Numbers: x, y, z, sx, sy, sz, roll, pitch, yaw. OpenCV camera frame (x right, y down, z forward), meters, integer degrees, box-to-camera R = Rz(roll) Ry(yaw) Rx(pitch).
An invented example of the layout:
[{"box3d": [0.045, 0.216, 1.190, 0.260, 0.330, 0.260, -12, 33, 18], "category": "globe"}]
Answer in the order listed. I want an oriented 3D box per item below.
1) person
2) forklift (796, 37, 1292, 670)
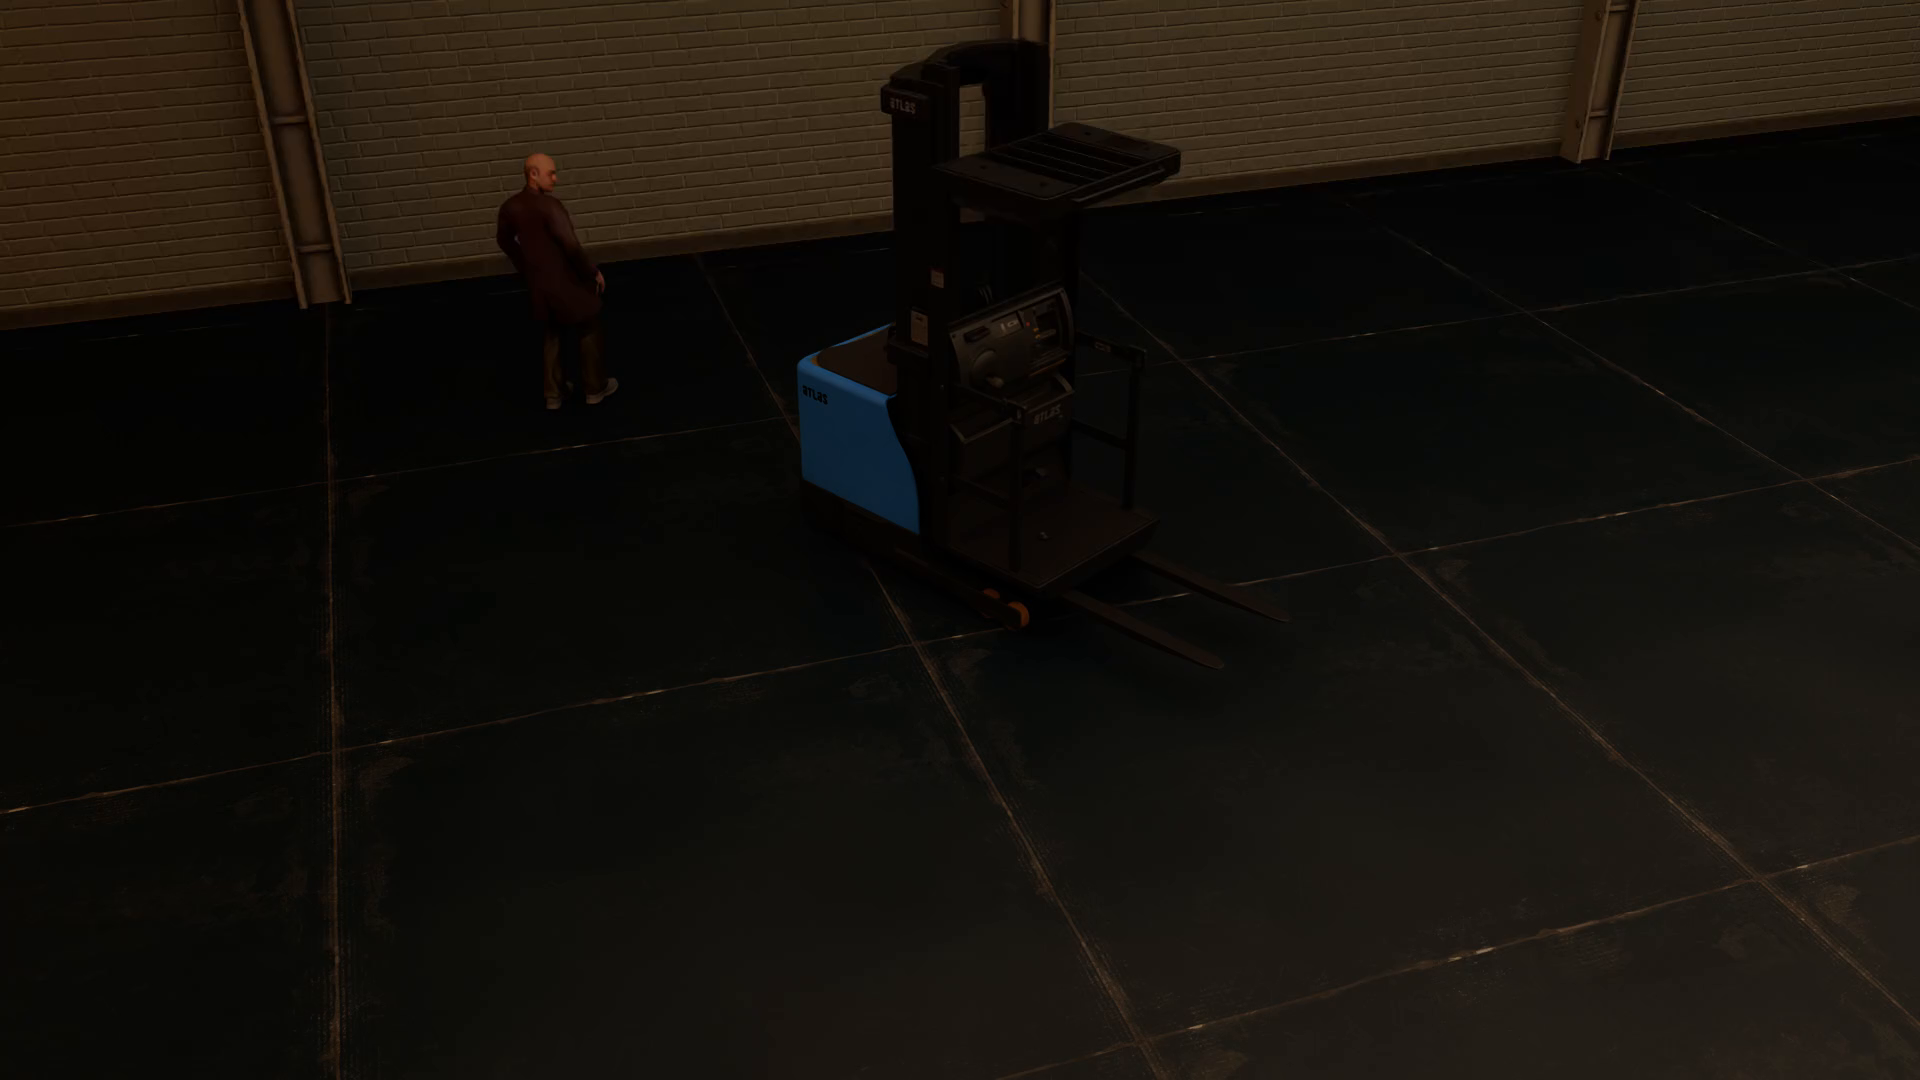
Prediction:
[{"box3d": [-2.734, -1.777, 11.363, 0.796, 1.754, 0.556, 13, 33, 22], "category": "person"}, {"box3d": [0.443, -1.061, 8.931, 3.031, 2.935, 1.130, 25, 38, 37], "category": "forklift"}]
